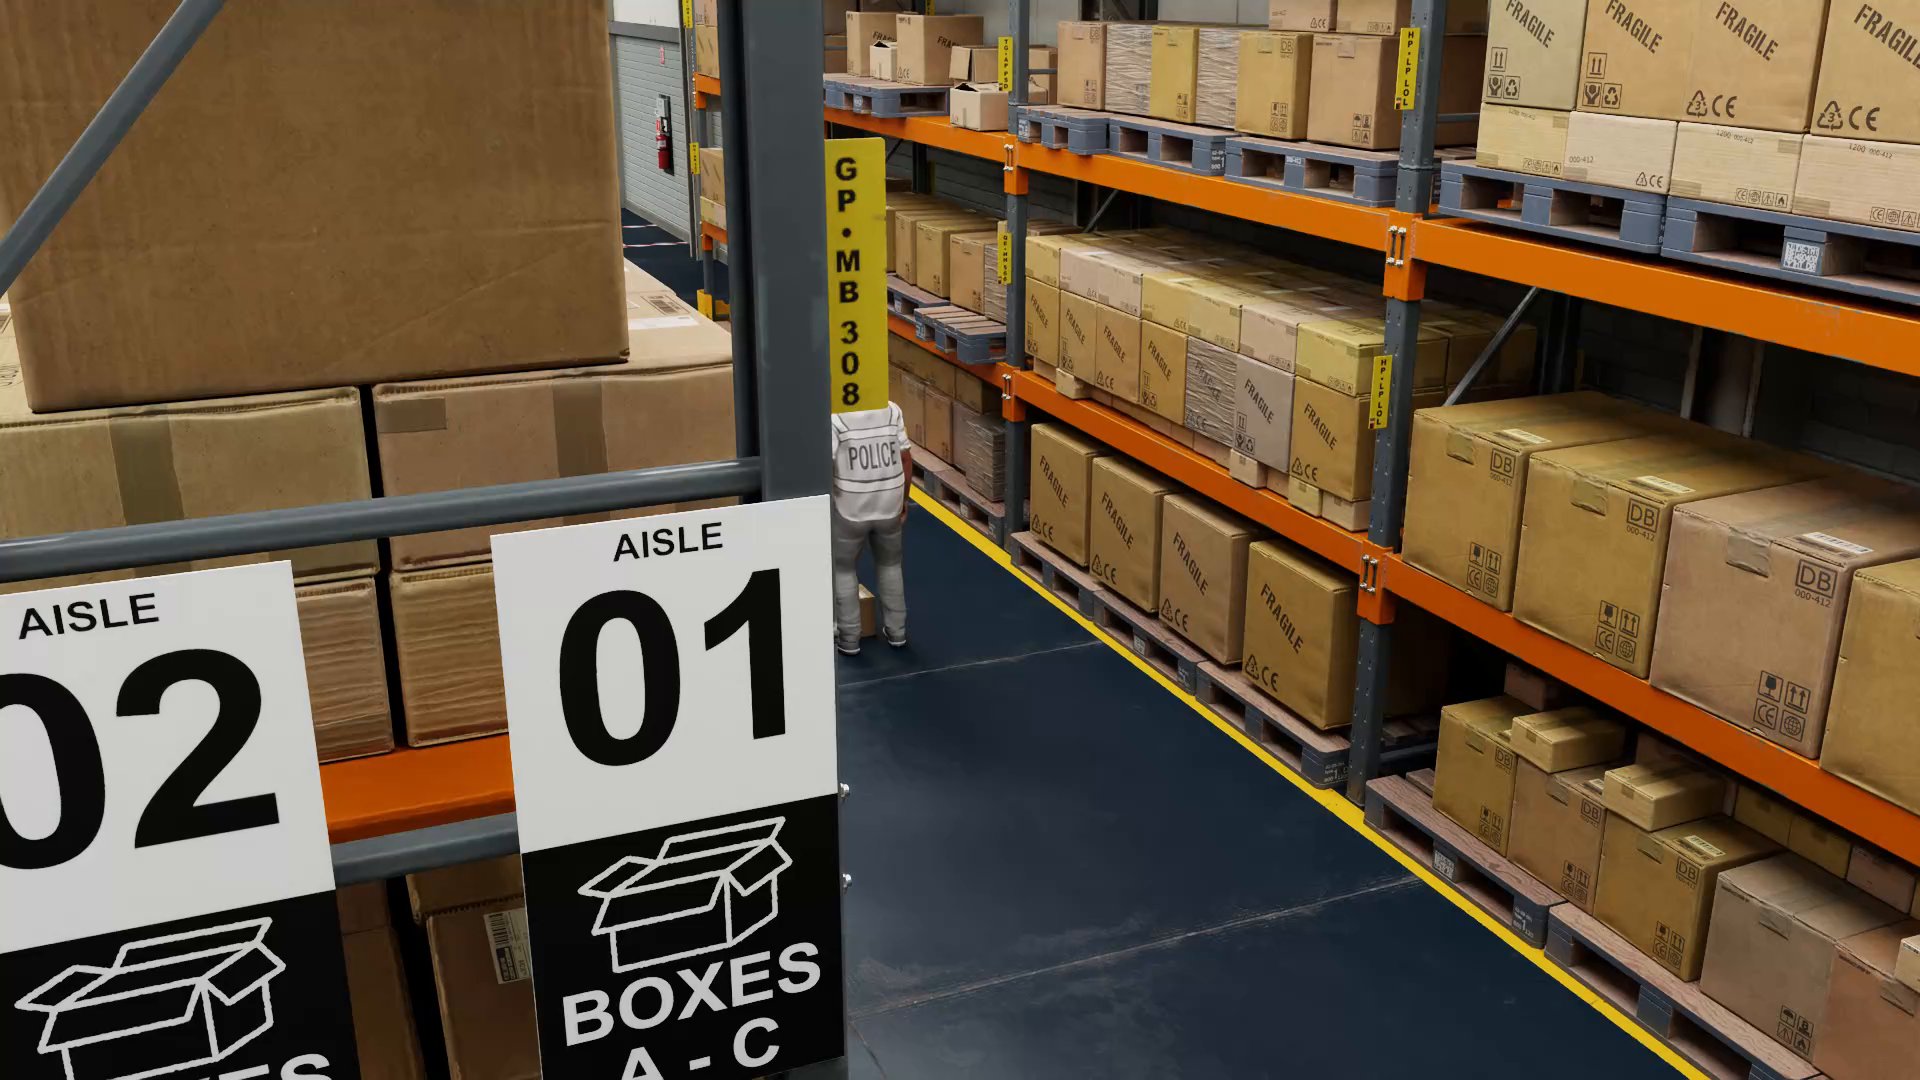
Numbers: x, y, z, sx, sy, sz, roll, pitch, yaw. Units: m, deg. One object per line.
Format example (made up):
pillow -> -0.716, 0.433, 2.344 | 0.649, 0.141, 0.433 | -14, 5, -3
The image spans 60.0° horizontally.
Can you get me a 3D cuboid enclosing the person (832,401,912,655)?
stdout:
person -> -0.551, -0.193, 9.619 | 0.584, 1.747, 0.438 | -8, 20, -23
